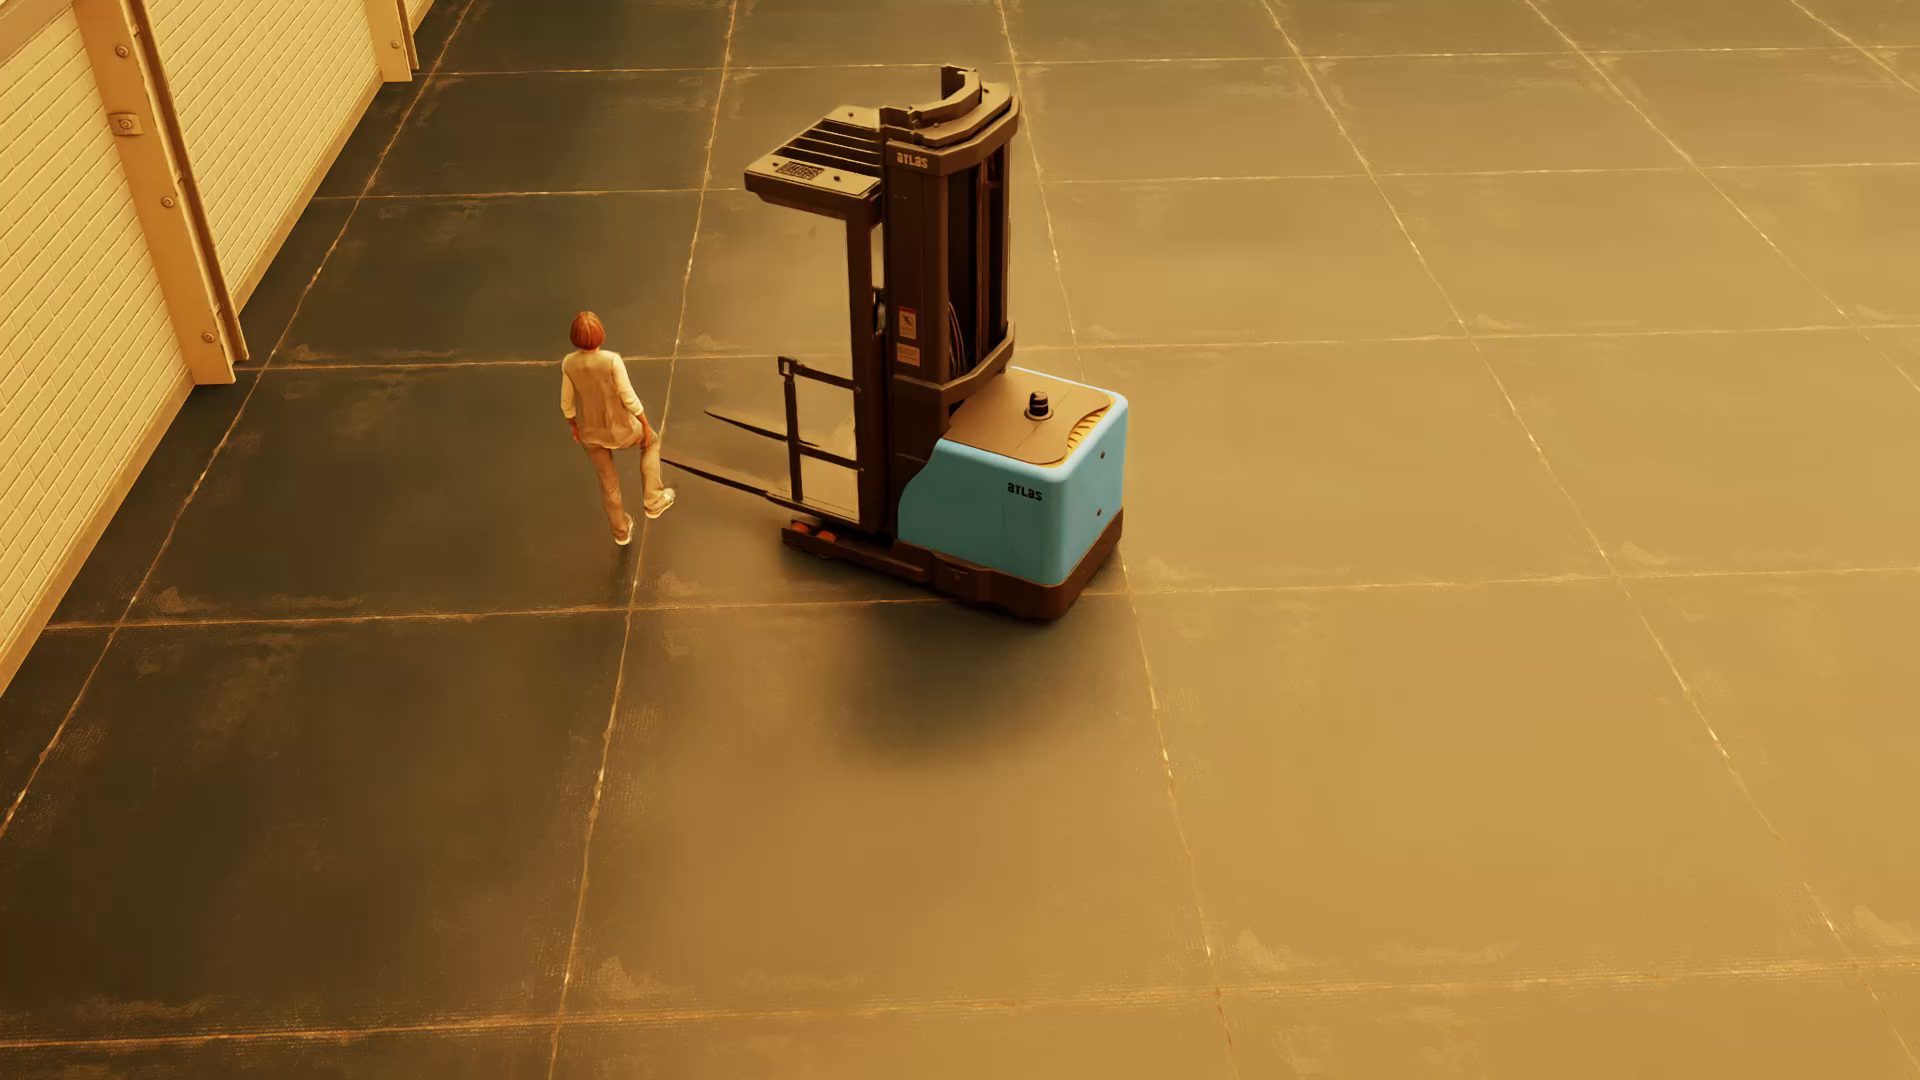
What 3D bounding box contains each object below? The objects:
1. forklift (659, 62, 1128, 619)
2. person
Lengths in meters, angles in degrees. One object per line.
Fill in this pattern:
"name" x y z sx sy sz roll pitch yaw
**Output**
"forklift" -0.536 -1.329 9.835 3.031 2.935 1.130 17 39 22
"person" -2.071 -0.694 9.941 0.515 1.590 0.483 5 36 6
